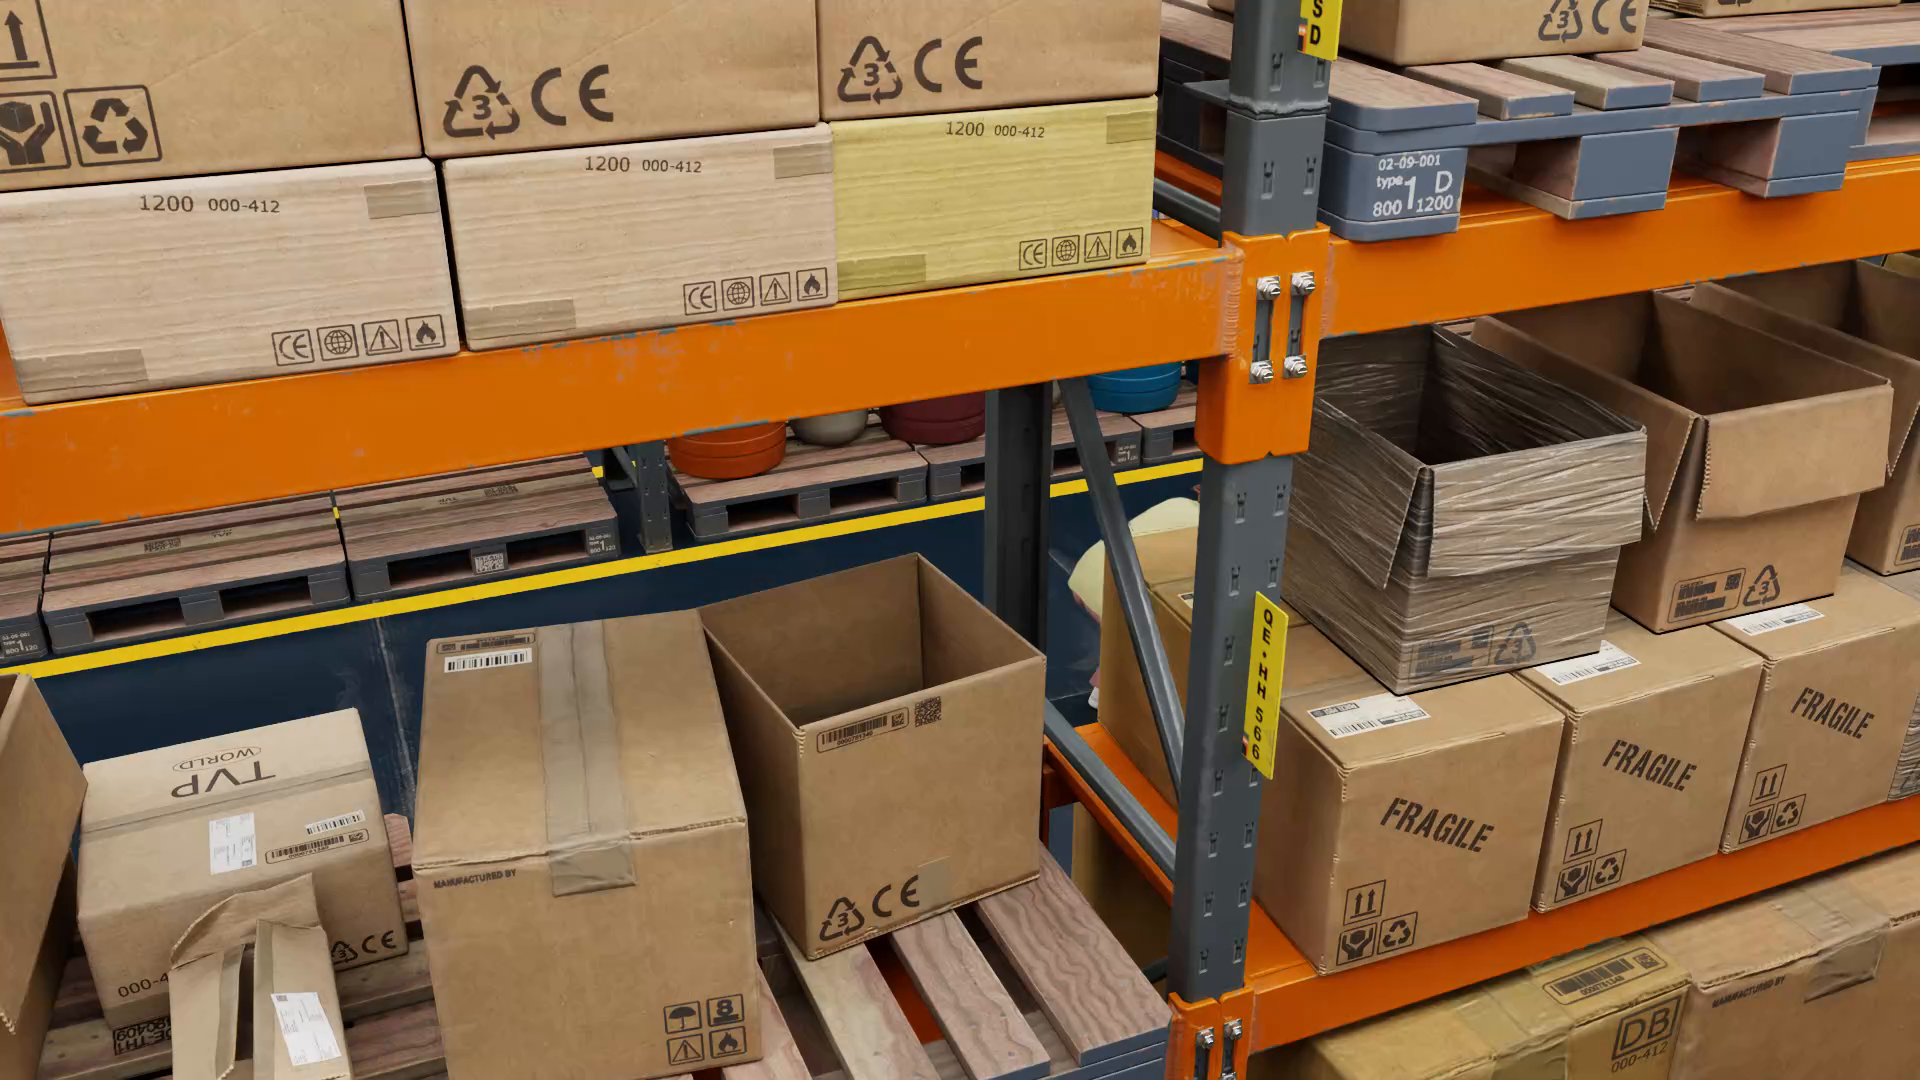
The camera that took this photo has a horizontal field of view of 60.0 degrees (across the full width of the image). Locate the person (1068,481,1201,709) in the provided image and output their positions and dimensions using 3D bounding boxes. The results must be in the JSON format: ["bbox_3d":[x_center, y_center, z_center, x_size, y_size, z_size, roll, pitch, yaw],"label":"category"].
[{"bbox_3d":[0.823,0.248,6.469,0.839,0.921,0.469,-11,28,-22],"label":"person"}]
